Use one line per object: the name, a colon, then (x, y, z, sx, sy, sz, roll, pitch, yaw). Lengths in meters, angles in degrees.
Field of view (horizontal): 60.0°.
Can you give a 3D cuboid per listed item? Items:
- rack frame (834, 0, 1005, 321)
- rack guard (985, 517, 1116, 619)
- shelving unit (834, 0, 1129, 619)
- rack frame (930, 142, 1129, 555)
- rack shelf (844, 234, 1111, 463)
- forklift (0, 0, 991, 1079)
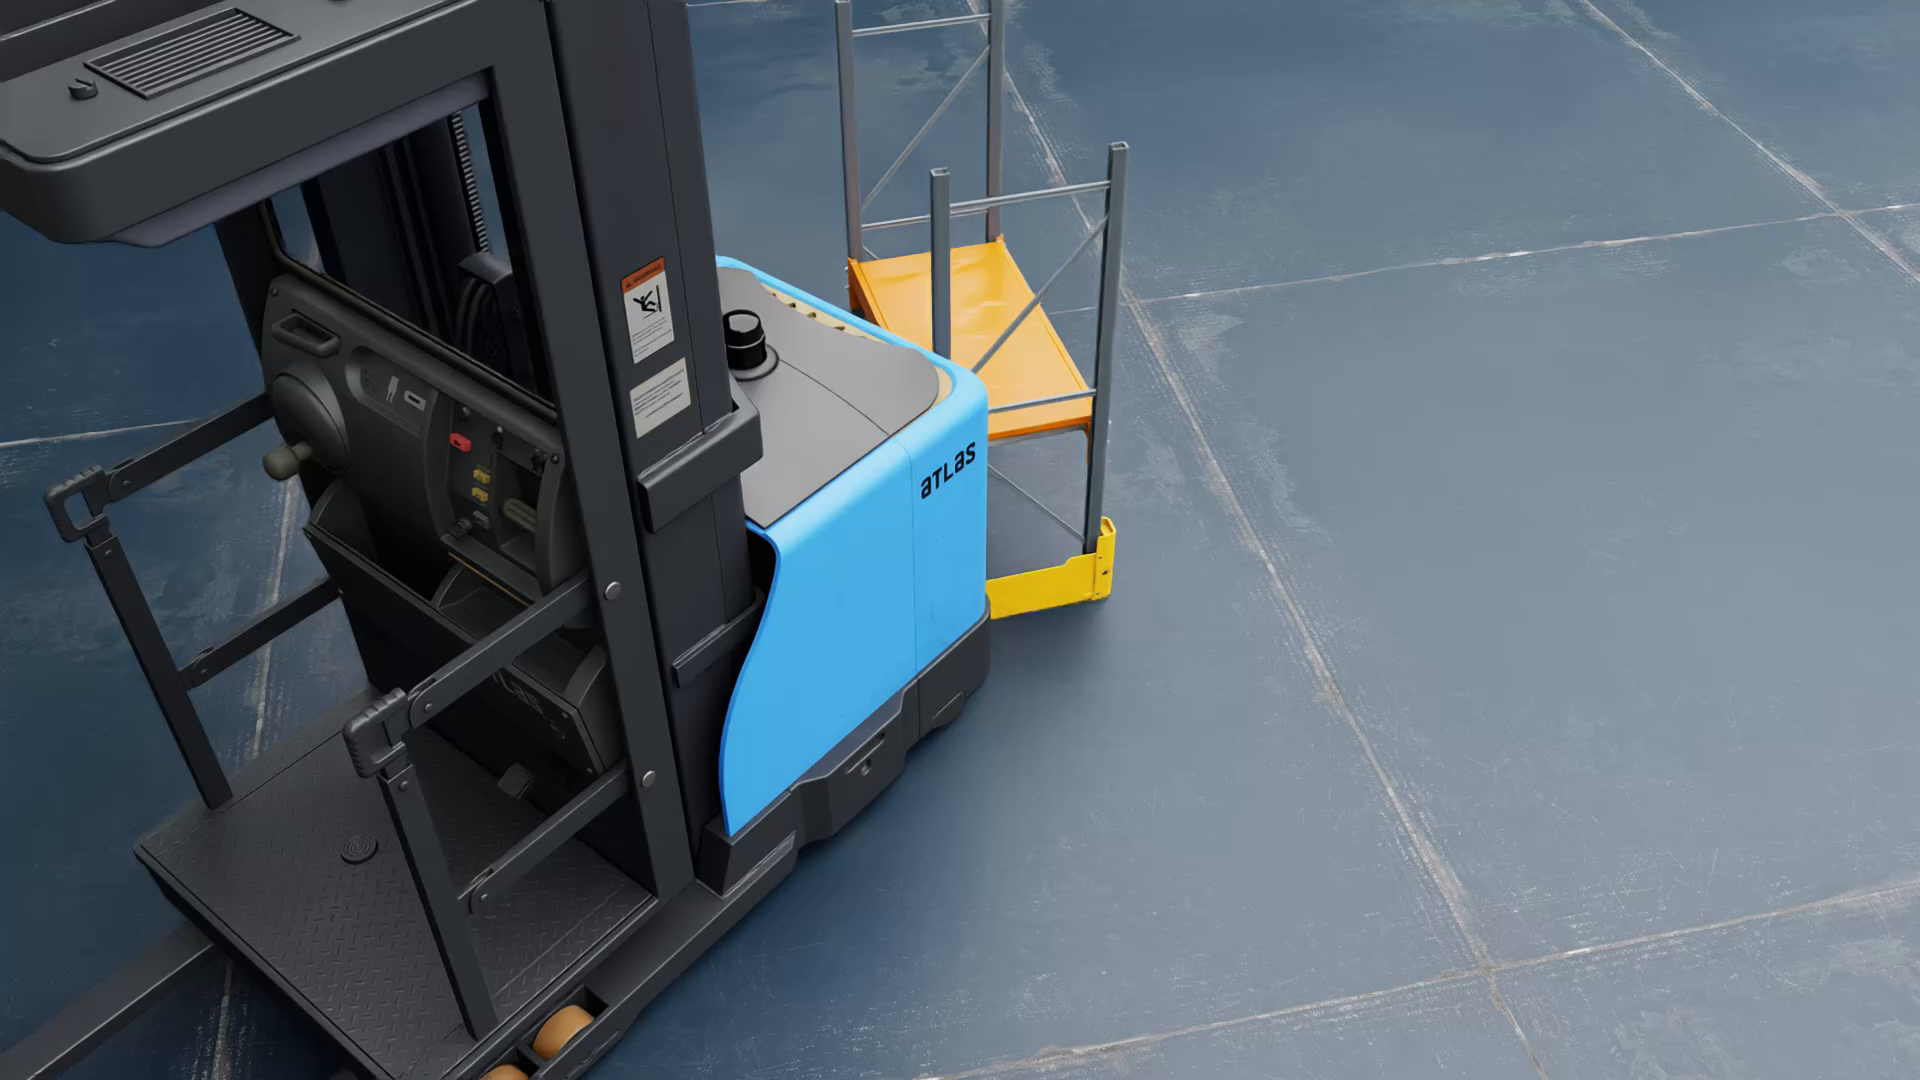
rack frame: (-0.113, -1.013, 5.261, 0.500, 1.500, 0.032, -11, 43, -12)
rack guard: (0.171, 0.102, 4.947, 0.587, 0.250, 0.087, -11, 43, -12)
shelving unit: (0.032, -0.683, 4.890, 0.587, 1.500, 1.083, -11, 43, -12)
rack frame: (0.171, -0.365, 4.531, 0.500, 1.500, 0.032, -11, 43, -12)
rack shelf: (0.029, -0.554, 5.015, 0.538, 0.185, 1.000, -11, 43, -12)
forklift: (-1.232, -0.131, 3.190, 1.130, 2.935, 3.031, 28, 49, 28)
